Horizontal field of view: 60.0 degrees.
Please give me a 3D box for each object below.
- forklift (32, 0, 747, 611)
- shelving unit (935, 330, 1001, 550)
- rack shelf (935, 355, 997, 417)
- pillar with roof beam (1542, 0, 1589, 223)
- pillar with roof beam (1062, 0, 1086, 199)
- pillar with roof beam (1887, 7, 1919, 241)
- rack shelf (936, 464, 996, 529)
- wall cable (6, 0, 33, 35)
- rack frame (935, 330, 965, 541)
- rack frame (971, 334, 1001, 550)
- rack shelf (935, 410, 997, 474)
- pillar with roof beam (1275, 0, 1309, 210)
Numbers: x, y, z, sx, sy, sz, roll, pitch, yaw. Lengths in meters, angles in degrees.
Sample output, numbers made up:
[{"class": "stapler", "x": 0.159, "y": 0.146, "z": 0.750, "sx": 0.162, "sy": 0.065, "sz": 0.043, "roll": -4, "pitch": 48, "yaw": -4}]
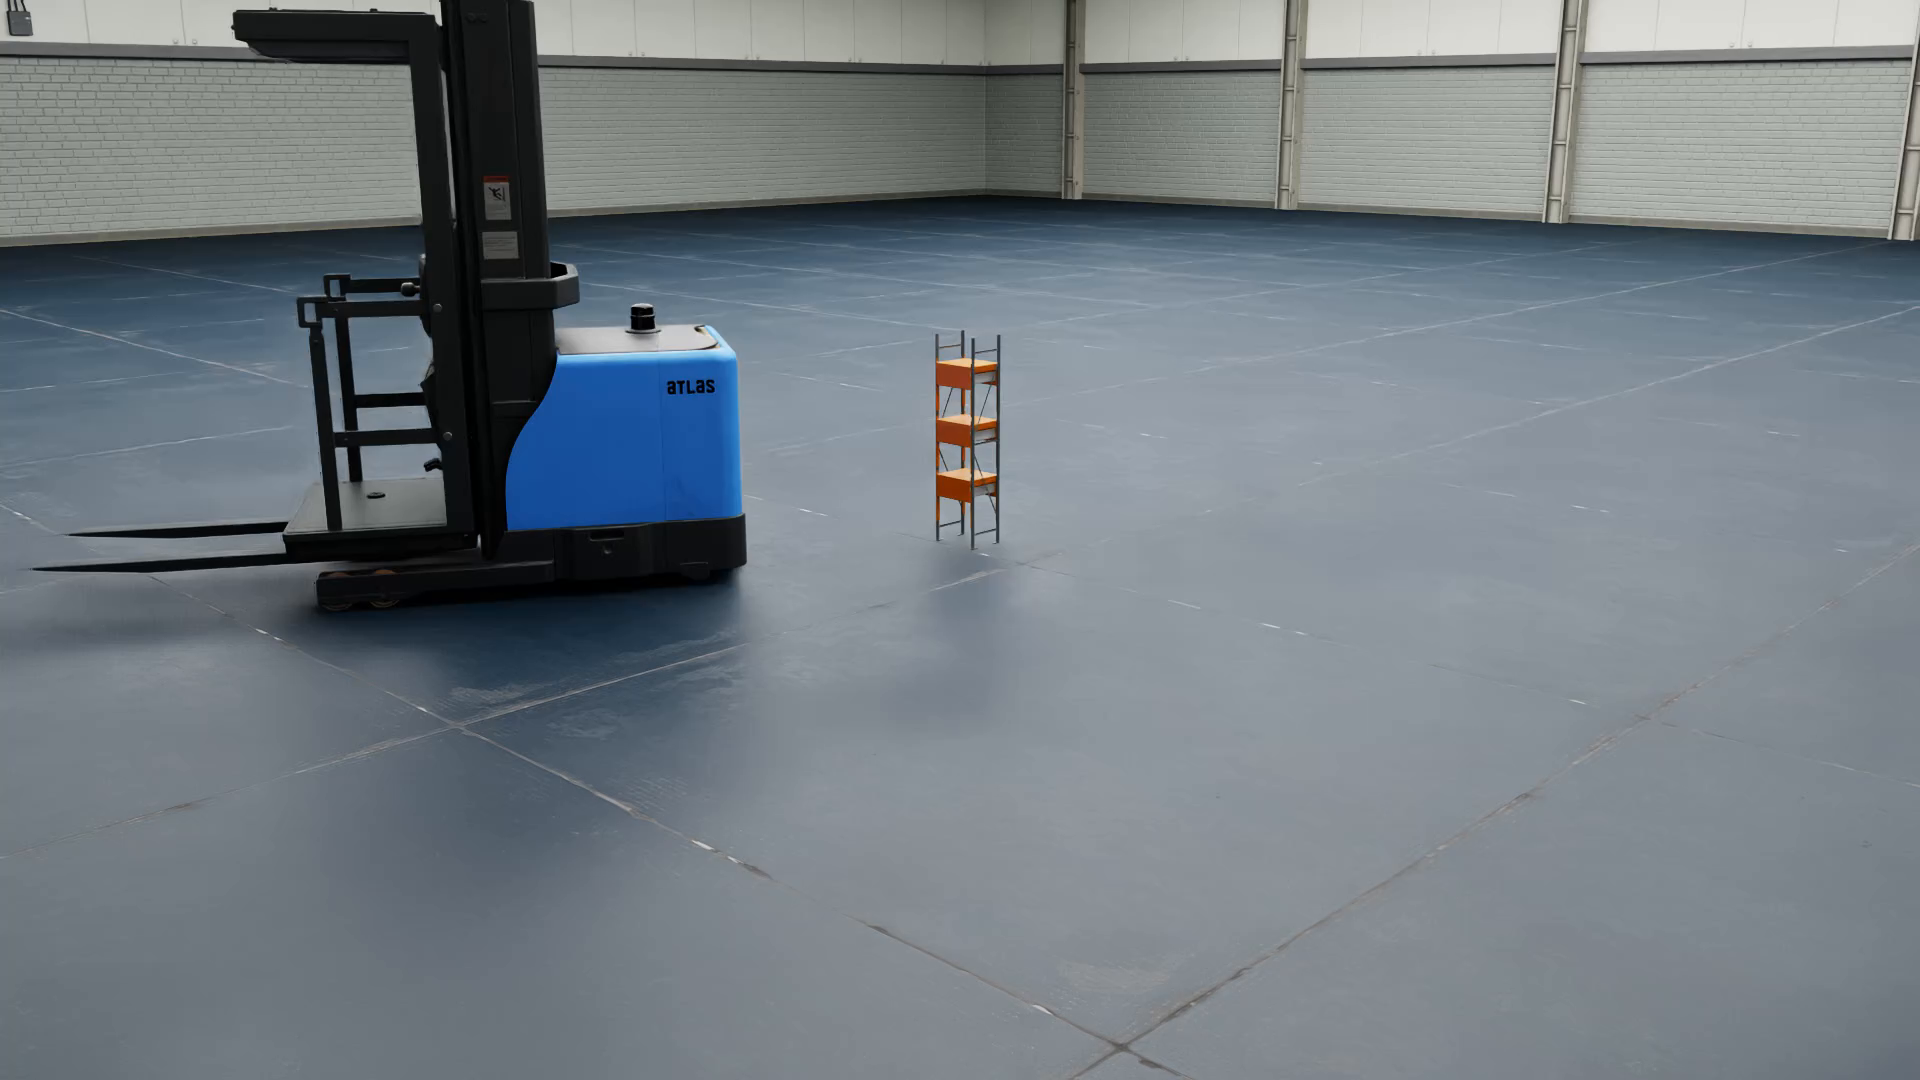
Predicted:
[{"class": "forklift", "x": -2.567, "y": -1.256, "z": 7.439, "sx": 3.031, "sy": 2.935, "sz": 1.130, "roll": -4, "pitch": 15, "yaw": -14}, {"class": "shelving unit", "x": 0.039, "y": -0.499, "z": 8.264, "sx": 0.252, "sy": 1.050, "sz": 0.215, "roll": 14, "pitch": 20, "yaw": 42}, {"class": "rack shelf", "x": 0.039, "y": -0.763, "z": 8.195, "sx": 0.240, "sy": 0.259, "sz": 0.215, "roll": 14, "pitch": 20, "yaw": 42}, {"class": "pillar with roof beam", "x": 8.317, "y": -9.603, "z": 27.442, "sx": 0.400, "sy": 9.000, "sz": 9.100, "roll": 14, "pitch": 20, "yaw": 42}, {"class": "pillar with roof beam", "x": -0.321, "y": -11.704, "z": 35.502, "sx": 0.400, "sy": 9.000, "sz": 9.100, "roll": 14, "pitch": 20, "yaw": 42}, {"class": "pillar with roof beam", "x": 12.636, "y": -8.553, "z": 23.412, "sx": 0.400, "sy": 9.000, "sz": 9.100, "roll": 14, "pitch": 20, "yaw": 42}, {"class": "rack shelf", "x": 0.039, "y": -0.219, "z": 8.337, "sx": 0.240, "sy": 0.259, "sz": 0.215, "roll": 14, "pitch": 20, "yaw": 42}, {"class": "wall cable", "x": -13.800, "y": -10.889, "z": 25.631, "sx": 0.169, "sy": 6.003, "sz": 2.305, "roll": 14, "pitch": 20, "yaw": 42}, {"class": "rack frame", "x": -0.049, "y": -0.520, "z": 8.346, "sx": 0.008, "sy": 1.050, "sz": 0.200, "roll": 14, "pitch": 20, "yaw": 42}, {"class": "rack frame", "x": 0.126, "y": -0.477, "z": 8.182, "sx": 0.008, "sy": 1.050, "sz": 0.200, "roll": 14, "pitch": 20, "yaw": 42}, {"class": "rack shelf", "x": 0.039, "y": -0.488, "z": 8.266, "sx": 0.240, "sy": 0.259, "sz": 0.215, "roll": 14, "pitch": 20, "yaw": 42}, {"class": "pillar with roof beam", "x": 3.998, "y": -10.653, "z": 31.472, "sx": 0.400, "sy": 9.000, "sz": 9.100, "roll": 14, "pitch": 20, "yaw": 42}]
